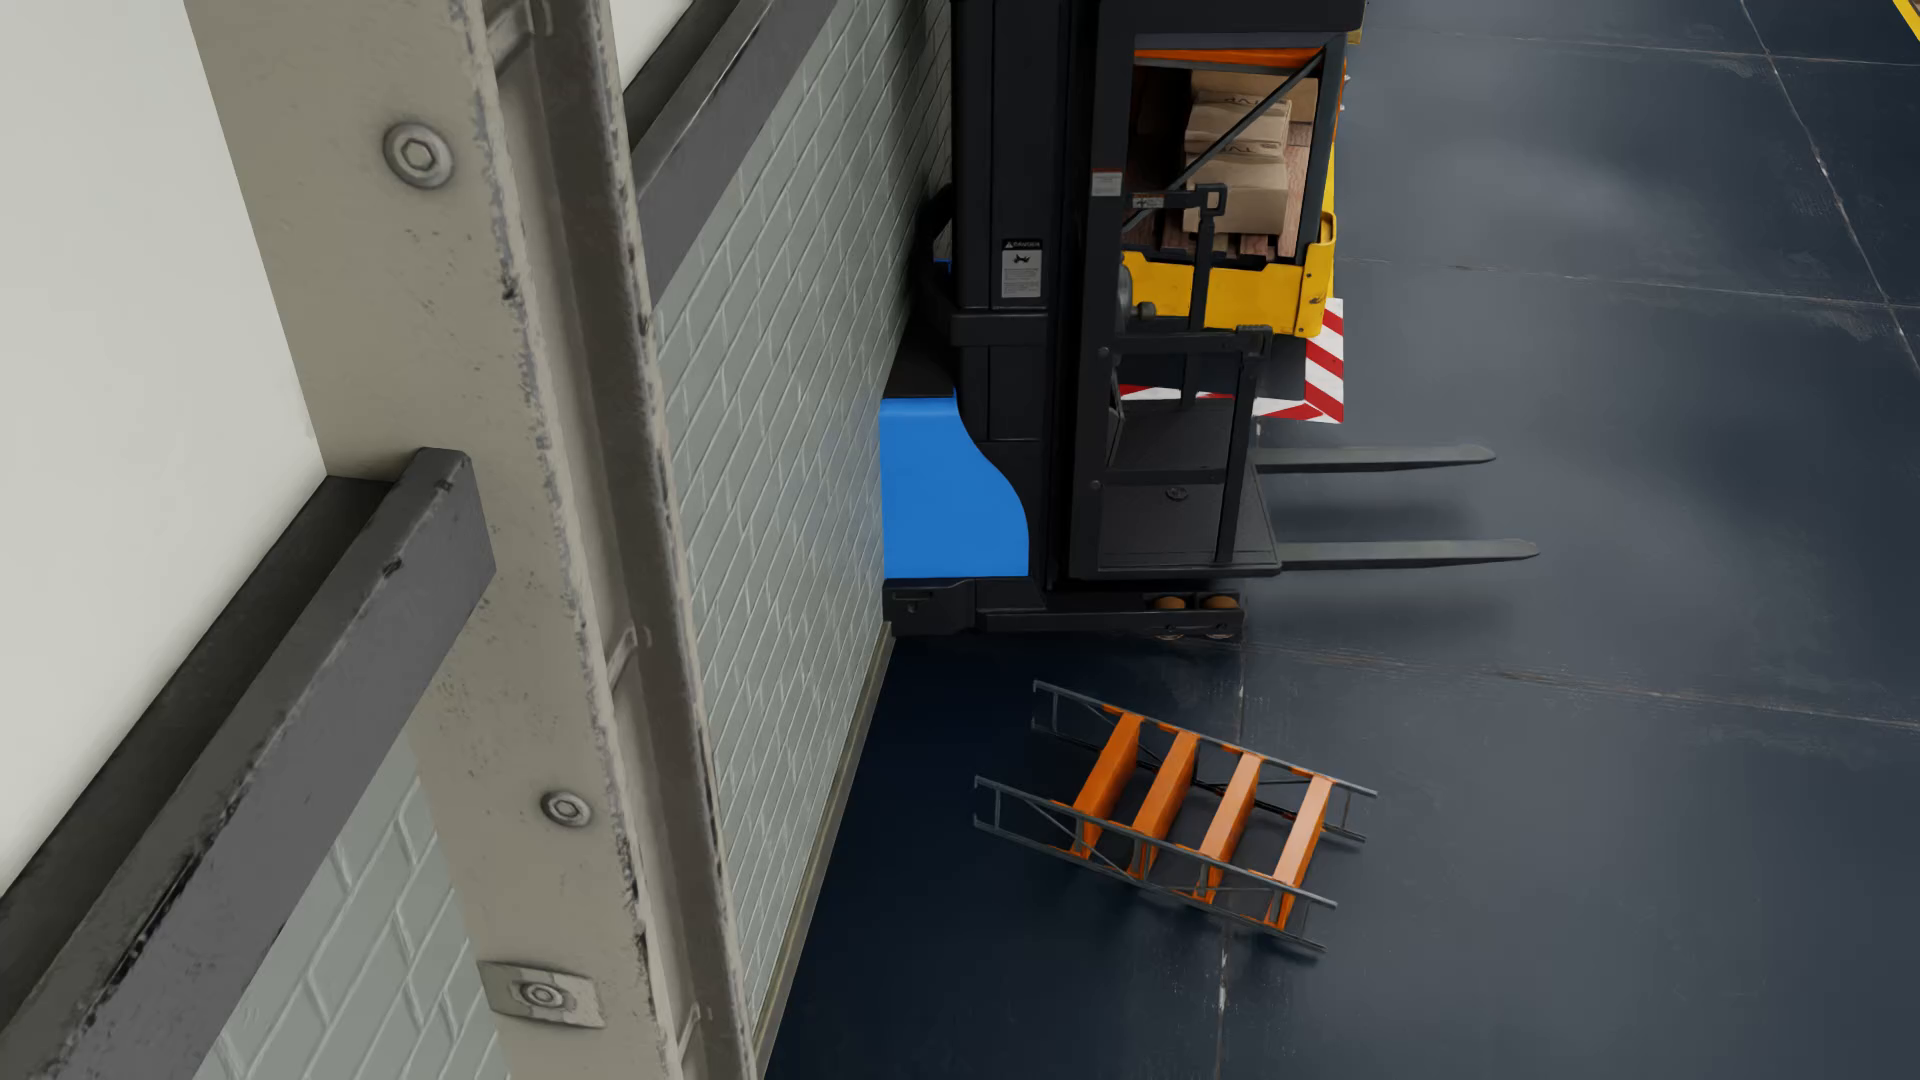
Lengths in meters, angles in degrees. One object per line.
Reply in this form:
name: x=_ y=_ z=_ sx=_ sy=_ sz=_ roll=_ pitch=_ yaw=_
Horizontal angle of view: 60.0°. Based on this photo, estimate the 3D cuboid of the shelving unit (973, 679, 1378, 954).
shelving unit: x=0.694 y=0.883 z=5.446 sx=1.200 sy=0.258 sz=0.503 roll=17 pitch=42 yaw=19

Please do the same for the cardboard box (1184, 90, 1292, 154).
cardboard box: x=1.462 y=-2.152 z=8.764 sx=0.500 sy=0.311 sz=0.500 roll=10 pitch=41 yaw=11

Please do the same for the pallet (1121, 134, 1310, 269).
pallet: x=1.343 y=-1.715 z=8.659 sx=1.003 sy=0.211 sz=1.213 roll=6 pitch=40 yaw=8

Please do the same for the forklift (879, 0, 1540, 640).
forklift: x=0.688 y=-1.091 z=5.769 sx=3.031 sy=2.935 sz=1.130 roll=-1 pitch=40 yaw=-1

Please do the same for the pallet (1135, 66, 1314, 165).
pallet: x=1.557 y=-2.479 z=9.583 sx=1.003 sy=0.211 sz=1.213 roll=6 pitch=40 yaw=8

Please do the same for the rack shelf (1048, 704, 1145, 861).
rack shelf: x=0.454 y=0.809 z=5.531 sx=0.148 sy=0.258 sz=0.480 roll=17 pitch=42 yaw=19

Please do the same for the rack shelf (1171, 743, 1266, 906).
rack shelf: x=0.836 y=0.926 z=5.396 sx=0.148 sy=0.258 sz=0.480 roll=17 pitch=42 yaw=19

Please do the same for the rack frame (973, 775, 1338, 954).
rack frame: x=0.591 y=1.023 z=5.275 sx=1.200 sy=0.240 sz=0.015 roll=17 pitch=42 yaw=19

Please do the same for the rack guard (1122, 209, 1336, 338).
rack guard: x=1.168 y=-1.321 z=7.955 sx=1.175 sy=0.500 sz=0.348 roll=6 pitch=40 yaw=8

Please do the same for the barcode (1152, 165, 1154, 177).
barcode: x=0.972 y=-1.853 z=8.395 sx=0.001 sy=0.075 sz=0.075 roll=6 pitch=40 yaw=8

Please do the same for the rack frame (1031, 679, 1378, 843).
rack frame: x=0.798 y=0.742 z=5.616 sx=1.200 sy=0.240 sz=0.015 roll=17 pitch=42 yaw=19

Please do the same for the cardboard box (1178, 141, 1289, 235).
cardboard box: x=1.363 y=-1.794 z=8.331 sx=0.500 sy=0.311 sz=0.500 roll=2 pitch=40 yaw=3

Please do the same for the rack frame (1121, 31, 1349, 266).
rack frame: x=1.155 y=-2.236 z=7.101 sx=1.000 sy=3.000 sz=0.127 roll=6 pitch=40 yaw=8

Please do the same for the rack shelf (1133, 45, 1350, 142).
rack shelf: x=1.501 y=-3.214 z=8.848 sx=1.077 sy=0.370 sz=4.000 roll=6 pitch=40 yaw=8

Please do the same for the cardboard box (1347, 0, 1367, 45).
cardboard box: x=1.552 y=-2.458 z=7.470 sx=0.500 sy=0.250 sz=0.500 roll=5 pitch=40 yaw=6

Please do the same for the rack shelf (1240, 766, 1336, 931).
rack shelf: x=1.050 y=0.991 z=5.320 sx=0.148 sy=0.258 sz=0.480 roll=17 pitch=42 yaw=19

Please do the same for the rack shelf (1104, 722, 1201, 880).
rack shelf: x=0.633 y=0.864 z=5.468 sx=0.148 sy=0.258 sz=0.480 roll=17 pitch=42 yaw=19

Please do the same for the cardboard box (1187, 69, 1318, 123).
cardboard box: x=1.638 y=-2.680 z=9.253 sx=0.700 sy=0.500 sz=0.500 roll=4 pitch=40 yaw=5
